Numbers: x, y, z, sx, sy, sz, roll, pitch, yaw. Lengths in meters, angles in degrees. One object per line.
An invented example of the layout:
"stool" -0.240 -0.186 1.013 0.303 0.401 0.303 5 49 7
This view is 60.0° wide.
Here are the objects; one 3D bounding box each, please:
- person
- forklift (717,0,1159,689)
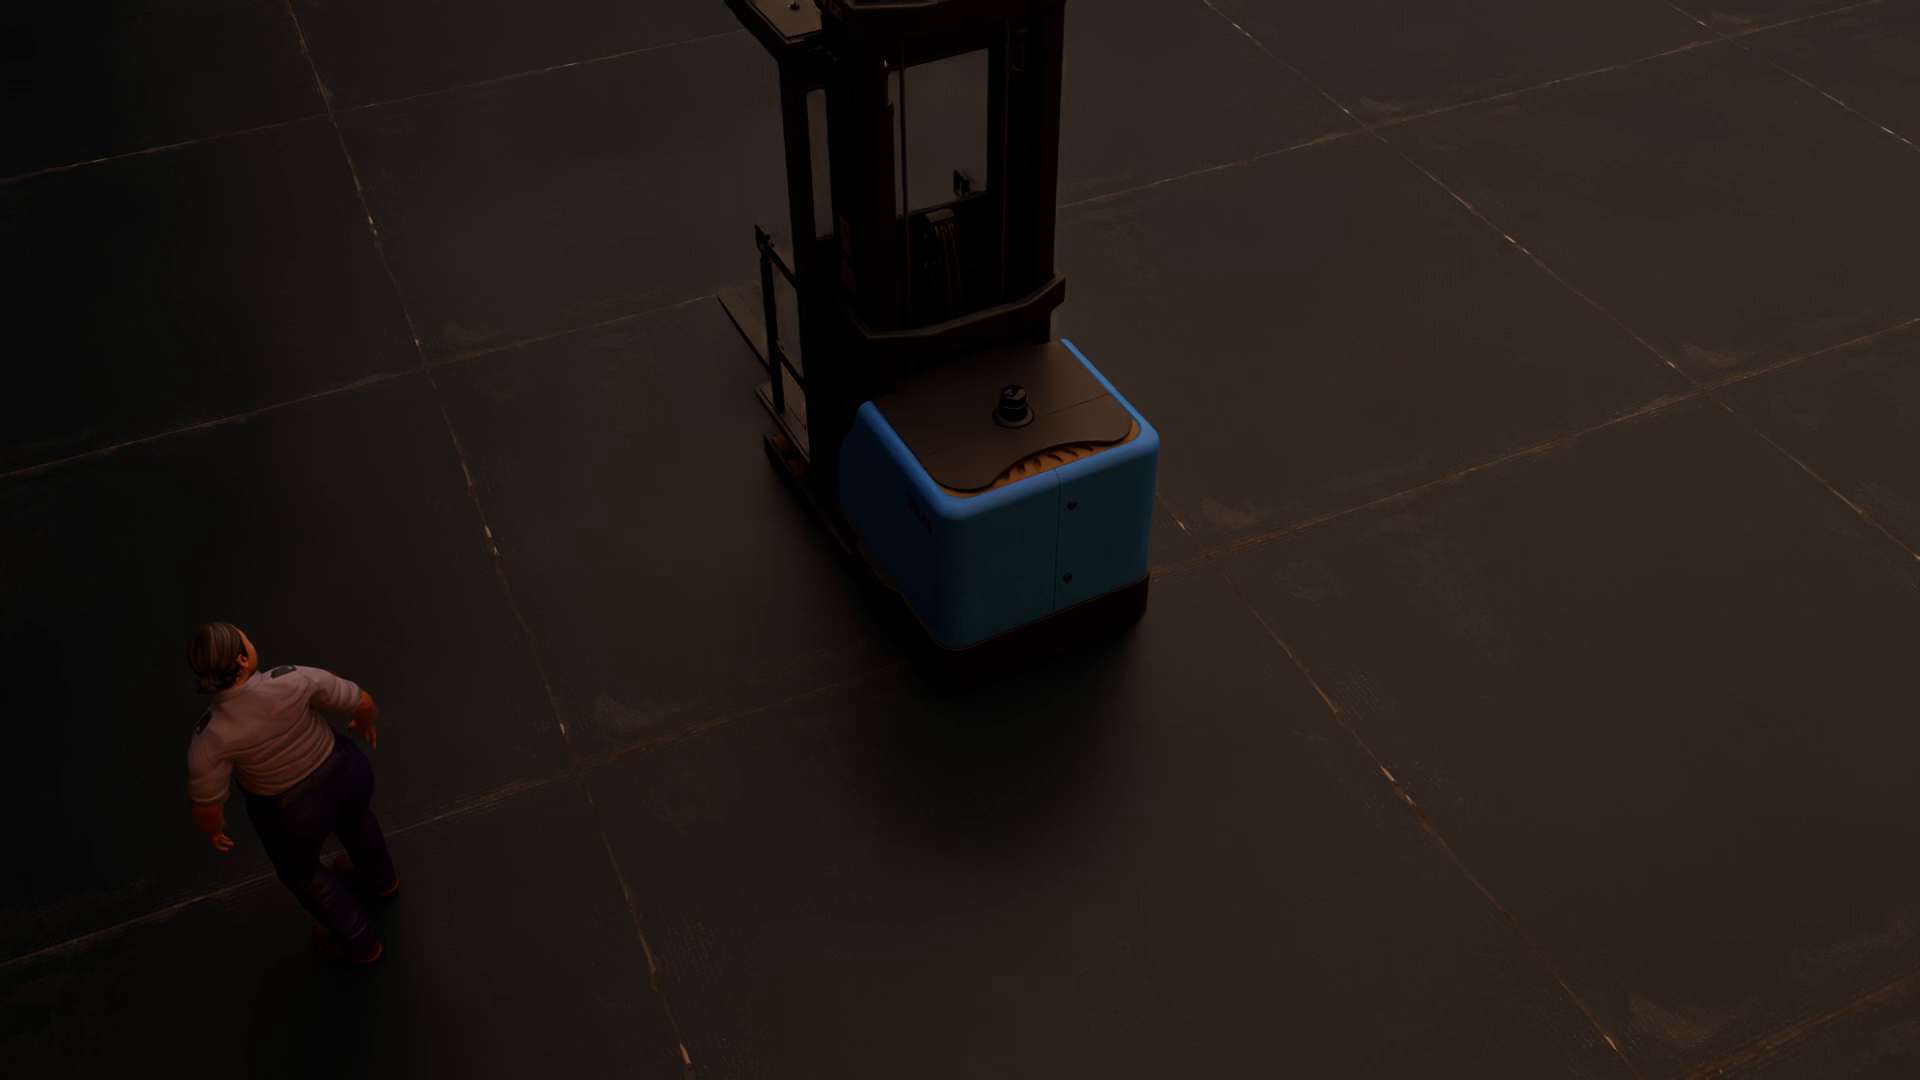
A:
"person" -2.317 0.850 5.732 0.489 1.623 0.686 27 49 26
"forklift" -0.306 -1.441 7.224 1.130 2.935 3.031 -20 47 -20
